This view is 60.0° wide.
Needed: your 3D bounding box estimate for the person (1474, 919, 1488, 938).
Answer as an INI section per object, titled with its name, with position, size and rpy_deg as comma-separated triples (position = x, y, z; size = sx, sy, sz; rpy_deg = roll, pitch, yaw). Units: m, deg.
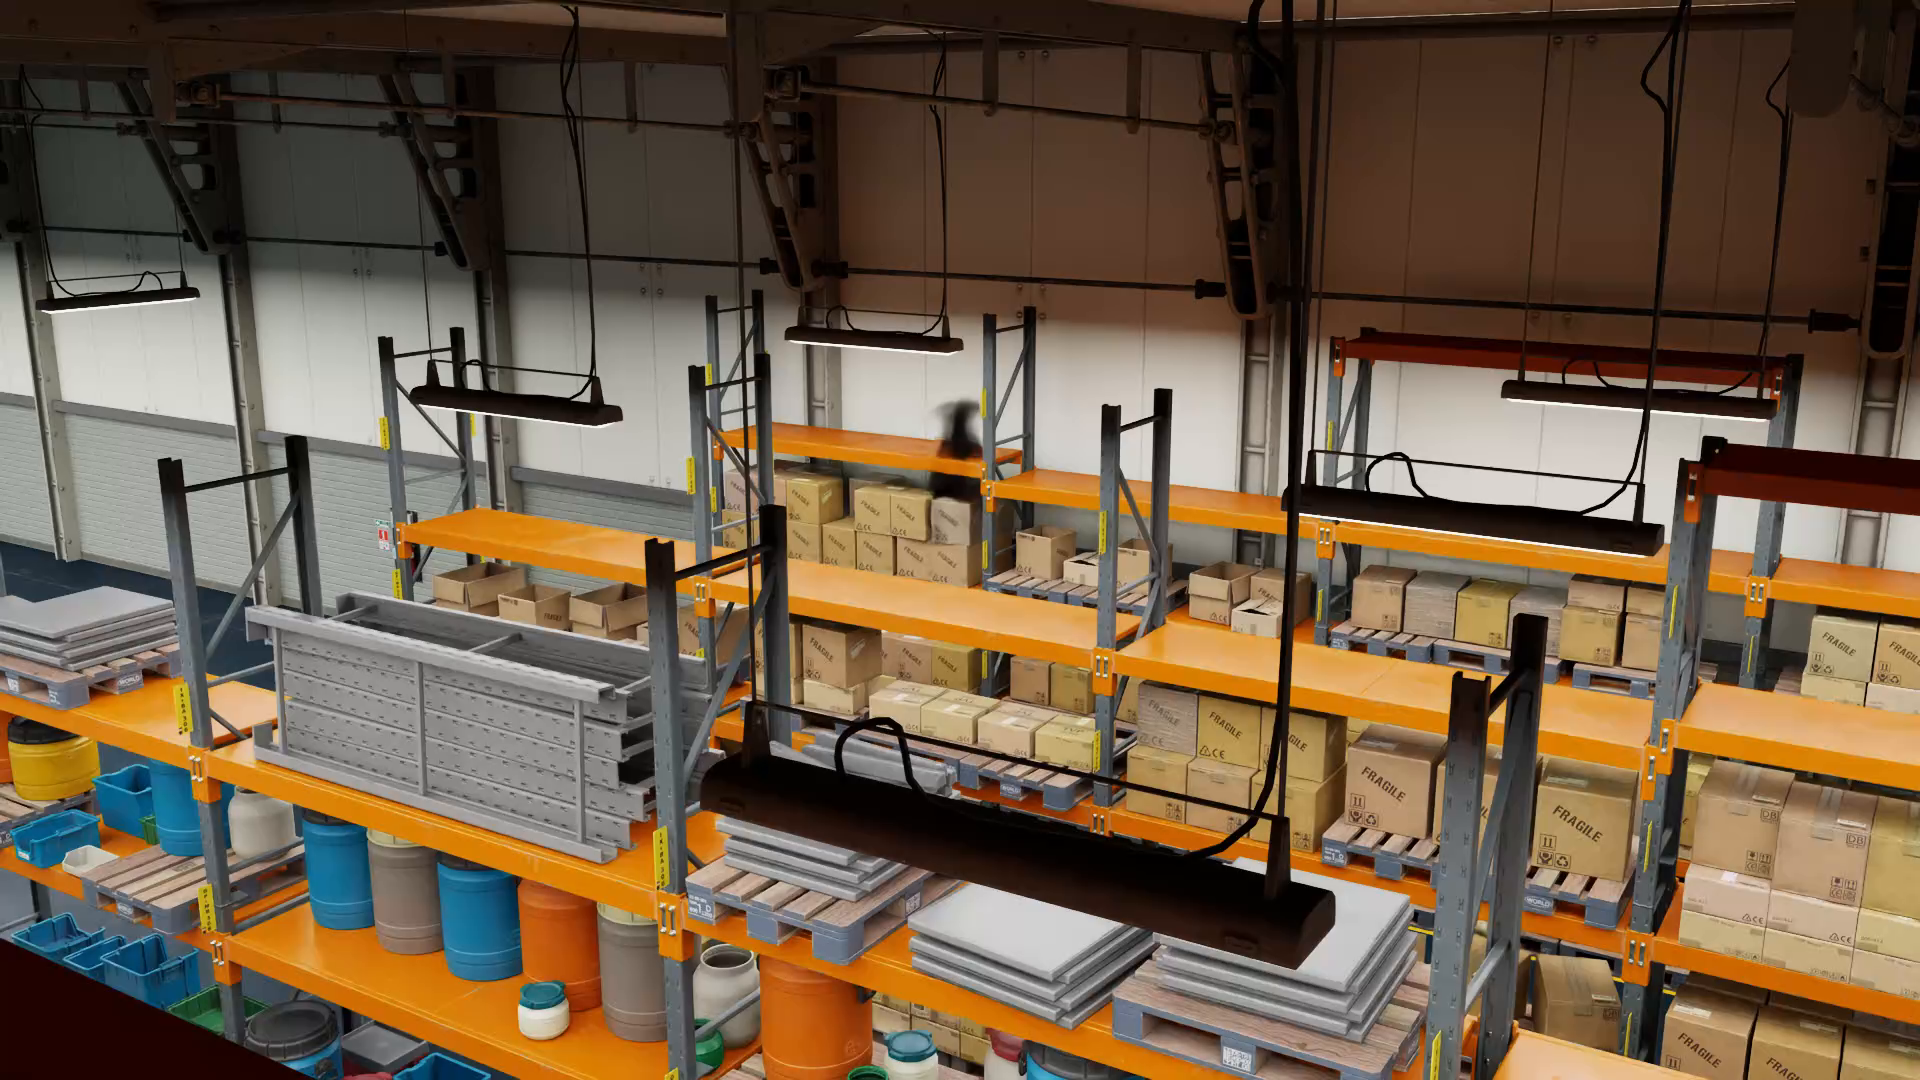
[person]
position = 4.610, 3.856, 14.453
size = 0.938, 1.537, 0.578
rpy_deg = 4, 14, 17
